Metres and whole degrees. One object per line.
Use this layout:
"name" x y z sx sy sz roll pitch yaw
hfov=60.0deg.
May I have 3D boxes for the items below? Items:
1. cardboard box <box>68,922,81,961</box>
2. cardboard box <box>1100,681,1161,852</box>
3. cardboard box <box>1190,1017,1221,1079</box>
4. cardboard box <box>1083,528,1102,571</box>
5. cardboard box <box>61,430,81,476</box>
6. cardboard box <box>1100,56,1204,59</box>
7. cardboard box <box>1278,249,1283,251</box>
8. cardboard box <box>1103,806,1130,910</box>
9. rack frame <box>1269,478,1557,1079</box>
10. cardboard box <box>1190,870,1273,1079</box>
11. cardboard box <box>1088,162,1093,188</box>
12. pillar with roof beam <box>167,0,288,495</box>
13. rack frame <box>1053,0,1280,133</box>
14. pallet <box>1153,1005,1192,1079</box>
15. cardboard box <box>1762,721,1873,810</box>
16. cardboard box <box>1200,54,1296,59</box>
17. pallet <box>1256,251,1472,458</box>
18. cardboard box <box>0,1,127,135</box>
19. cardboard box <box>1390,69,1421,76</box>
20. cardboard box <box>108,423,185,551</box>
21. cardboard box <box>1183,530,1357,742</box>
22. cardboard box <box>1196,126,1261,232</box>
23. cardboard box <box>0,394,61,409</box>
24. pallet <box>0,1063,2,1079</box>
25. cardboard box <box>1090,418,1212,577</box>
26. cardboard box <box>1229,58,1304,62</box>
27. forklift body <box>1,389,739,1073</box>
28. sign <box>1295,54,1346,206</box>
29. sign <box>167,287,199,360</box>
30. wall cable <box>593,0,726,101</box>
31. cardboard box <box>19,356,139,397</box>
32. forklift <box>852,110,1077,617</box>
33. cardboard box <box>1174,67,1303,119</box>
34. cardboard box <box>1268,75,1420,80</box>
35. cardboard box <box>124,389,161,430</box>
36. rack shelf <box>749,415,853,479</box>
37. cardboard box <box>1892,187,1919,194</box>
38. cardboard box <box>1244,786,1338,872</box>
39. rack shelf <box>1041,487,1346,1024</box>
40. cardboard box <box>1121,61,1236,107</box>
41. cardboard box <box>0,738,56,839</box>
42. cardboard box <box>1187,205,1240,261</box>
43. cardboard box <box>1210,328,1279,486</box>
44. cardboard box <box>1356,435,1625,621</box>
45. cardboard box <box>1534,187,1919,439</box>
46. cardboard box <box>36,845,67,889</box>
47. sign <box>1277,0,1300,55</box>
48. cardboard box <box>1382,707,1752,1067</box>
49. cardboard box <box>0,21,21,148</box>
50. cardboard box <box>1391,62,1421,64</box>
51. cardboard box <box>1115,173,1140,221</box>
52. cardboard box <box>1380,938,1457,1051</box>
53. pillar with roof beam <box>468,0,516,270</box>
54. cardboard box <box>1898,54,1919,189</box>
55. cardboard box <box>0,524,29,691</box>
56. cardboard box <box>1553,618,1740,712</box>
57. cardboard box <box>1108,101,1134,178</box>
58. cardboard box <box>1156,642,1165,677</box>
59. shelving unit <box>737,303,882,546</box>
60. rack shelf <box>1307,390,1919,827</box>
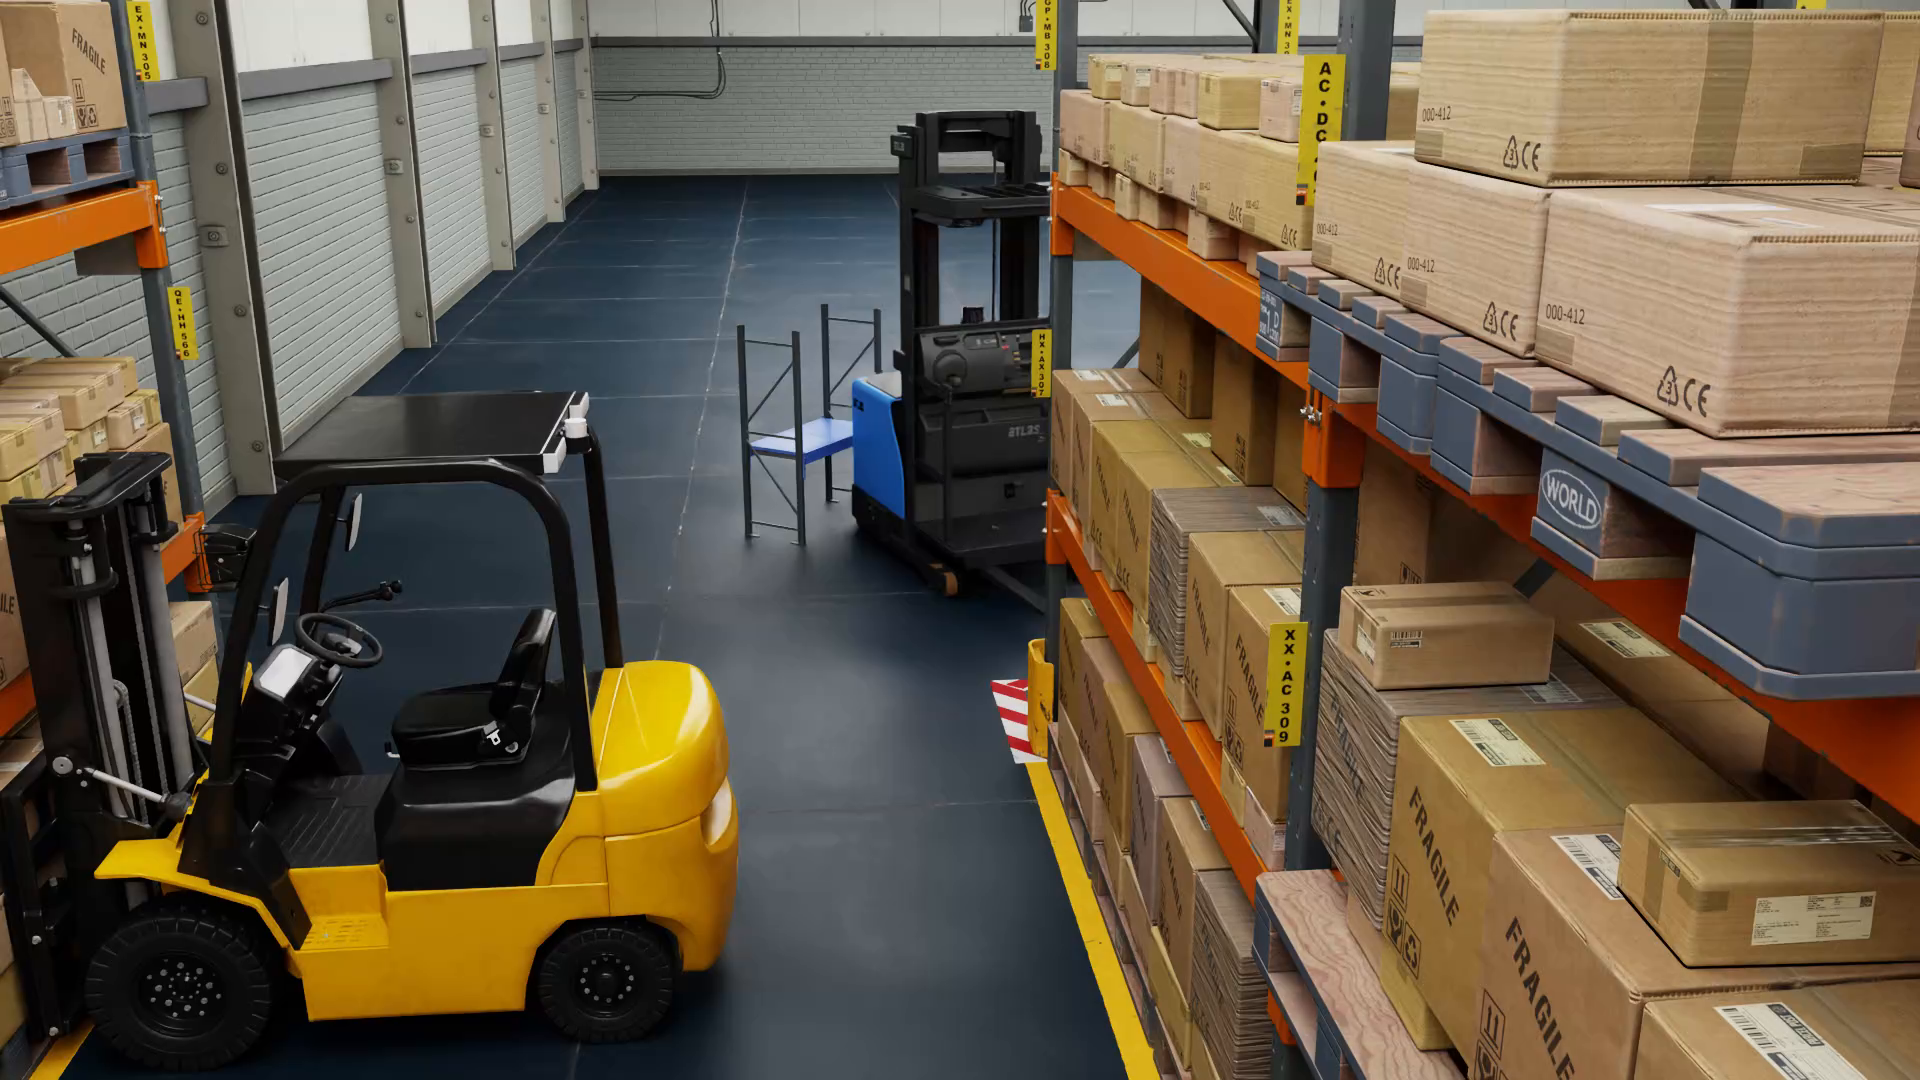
"cardboard box" -3.484 1.407 6.077 0.500 0.250 0.500 -1 17 -4
"cardboard box" 0.842 0.874 6.523 0.500 0.500 0.500 -1 17 -5
"cardboard box" 1.014 1.694 5.161 0.500 0.250 0.500 -1 17 -3
"cardboard box" 0.726 0.020 7.025 0.380 0.149 0.250 -2 17 -5
"cardboard box" -3.657 -0.320 6.440 0.380 0.149 0.250 -2 18 -6
"cardboard box" 0.769 -1.870 6.705 0.380 0.149 0.250 -2 18 -6
"cardboard box" 1.005 -0.645 4.136 0.380 0.149 0.250 -2 18 -5
"cardboard box" 0.851 1.234 6.628 0.500 0.250 0.500 -1 17 -2
"rack frame" 1.342 0.751 4.278 1.000 3.000 0.127 -2 18 -6
"cardboard box" 1.014 1.337 5.050 0.500 0.500 0.500 -2 18 -6
"cardboard box" 0.757 -1.568 7.075 0.380 0.149 0.250 -2 18 -7
"pillar with roof beam" -1.169 -4.834 12.051 9.100 9.000 0.400 -2 18 -6
"rack frame" 0.929 -3.303 7.175 1.000 3.000 0.127 -2 18 -6
"pallet" 1.237 1.882 5.329 1.003 0.211 1.213 -2 18 -6
"cardboard box" 1.698 0.387 2.990 0.380 0.149 0.250 -2 18 -7
"cardboard box" 1.258 -2.041 7.251 0.380 0.149 0.250 -2 18 -5
"pallet" 1.300 -0.404 3.260 1.213 0.211 1.003 -2 18 -6
"cardboard box" -3.719 -1.889 6.644 0.500 0.500 0.500 -1 17 -4
"cardboard box" 1.484 -1.352 5.056 0.380 0.149 0.250 -2 18 -7
"cardboard box" -3.696 -0.196 7.126 0.500 0.500 0.500 -2 18 -7
"cardboard box" 0.989 0.283 5.103 0.500 0.500 0.500 -1 17 -4
"cardboard box" 0.976 -1.024 4.678 0.500 0.250 0.500 -2 18 -7
"cardboard box" -3.699 -0.459 6.386 0.380 0.149 0.250 -2 18 -5
"pallet" -3.635 1.997 4.962 1.003 0.211 1.213 -2 18 -6
"cardboard box" 0.813 -0.175 6.563 0.500 0.500 0.500 -2 18 -7
"cardboard box" 1.266 -1.810 6.516 0.380 0.149 0.250 -2 18 -5
"forklift body" -1.997 0.627 6.089 2.313 2.155 1.214 -2 18 -6
"sign" 0.803 -0.908 3.690 0.100 0.325 0.005 -2 18 -6
"sign" -3.466 -0.965 7.413 0.100 0.325 0.005 -2 18 -6
"wall cable" -6.915 -11.289 37.795 3.097 2.526 0.112 -2 18 -6
"cardboard box" -3.761 -0.685 7.106 0.380 0.149 0.250 -2 18 -5
"forklift" 0.269 -1.177 10.533 1.130 2.935 3.031 -7 19 -22
"cardboard box" 0.891 -1.413 5.251 0.380 0.149 0.250 -2 17 -5
"cardboard box" 1.051 -1.184 4.521 0.380 0.149 0.250 -1 17 -4
"cardboard box" -3.693 -0.549 7.168 0.380 0.149 0.250 -2 17 -5
"rack shelf" -1.046 -0.677 11.929 0.538 0.185 1.000 10 20 28
"cardboard box" 1.645 -0.337 2.283 0.500 0.250 0.500 -2 17 -5
"cardboard box" 1.006 0.784 4.591 0.380 0.149 0.250 -2 18 -6
"rack shelf" 1.136 0.498 6.284 1.077 0.370 4.000 -2 18 -6
"cardboard box" 0.788 -1.641 5.977 0.380 0.149 0.250 -1 17 -4
"cardboard box" -3.485 0.929 5.931 0.500 0.250 0.500 -2 18 -7
"cardboard box" 0.914 -0.952 5.114 0.380 0.149 0.250 -1 17 -4
"cardboard box" 1.312 -0.509 5.959 0.700 0.500 0.500 -2 18 -6
"cardboard box" 1.512 -0.054 4.507 0.700 0.500 0.500 -2 18 -6
"cardboard box" 1.131 -0.322 2.237 0.500 0.250 0.500 -2 18 -6
"cardboard box" -3.483 1.174 5.985 0.500 0.250 0.500 -2 18 -6
"sign" 1.483 -2.306 7.528 0.100 0.325 0.005 -2 18 -6
"cardboard box" 1.157 0.659 3.207 0.500 0.500 0.500 -2 18 -5
"cardboard box" -3.713 -1.581 5.662 0.700 0.500 0.500 -2 18 -5
"cardboard box" 1.450 -1.585 5.799 0.380 0.149 0.250 -1 17 -4
"cardboard box" 0.778 -1.259 6.090 0.380 0.149 0.250 -2 17 -5
"cardboard box" 1.102 0.919 3.459 0.380 0.149 0.250 -1 17 -5
"pillar with roof beam" -2.407 -8.409 23.439 9.100 9.000 0.400 -2 18 -6
"cardboard box" 1.656 -0.576 2.210 0.500 0.250 0.500 -1 17 -5
"cardboard box" -3.535 0.261 5.670 0.500 0.500 0.500 -2 18 -5
"cardboard box" 1.618 0.491 3.740 0.500 0.500 0.500 -2 18 -7
"cardboard box" 0.836 -1.481 6.132 0.500 0.250 0.500 -1 17 -4
"cardboard box" 0.901 0.405 5.800 0.380 0.149 0.250 -2 18 -7
"shelving unit" -1.046 -0.848 11.875 0.538 1.500 1.048 10 20 28
"rack shelf" 1.548 0.259 2.038 1.077 0.370 4.000 -2 18 -6
